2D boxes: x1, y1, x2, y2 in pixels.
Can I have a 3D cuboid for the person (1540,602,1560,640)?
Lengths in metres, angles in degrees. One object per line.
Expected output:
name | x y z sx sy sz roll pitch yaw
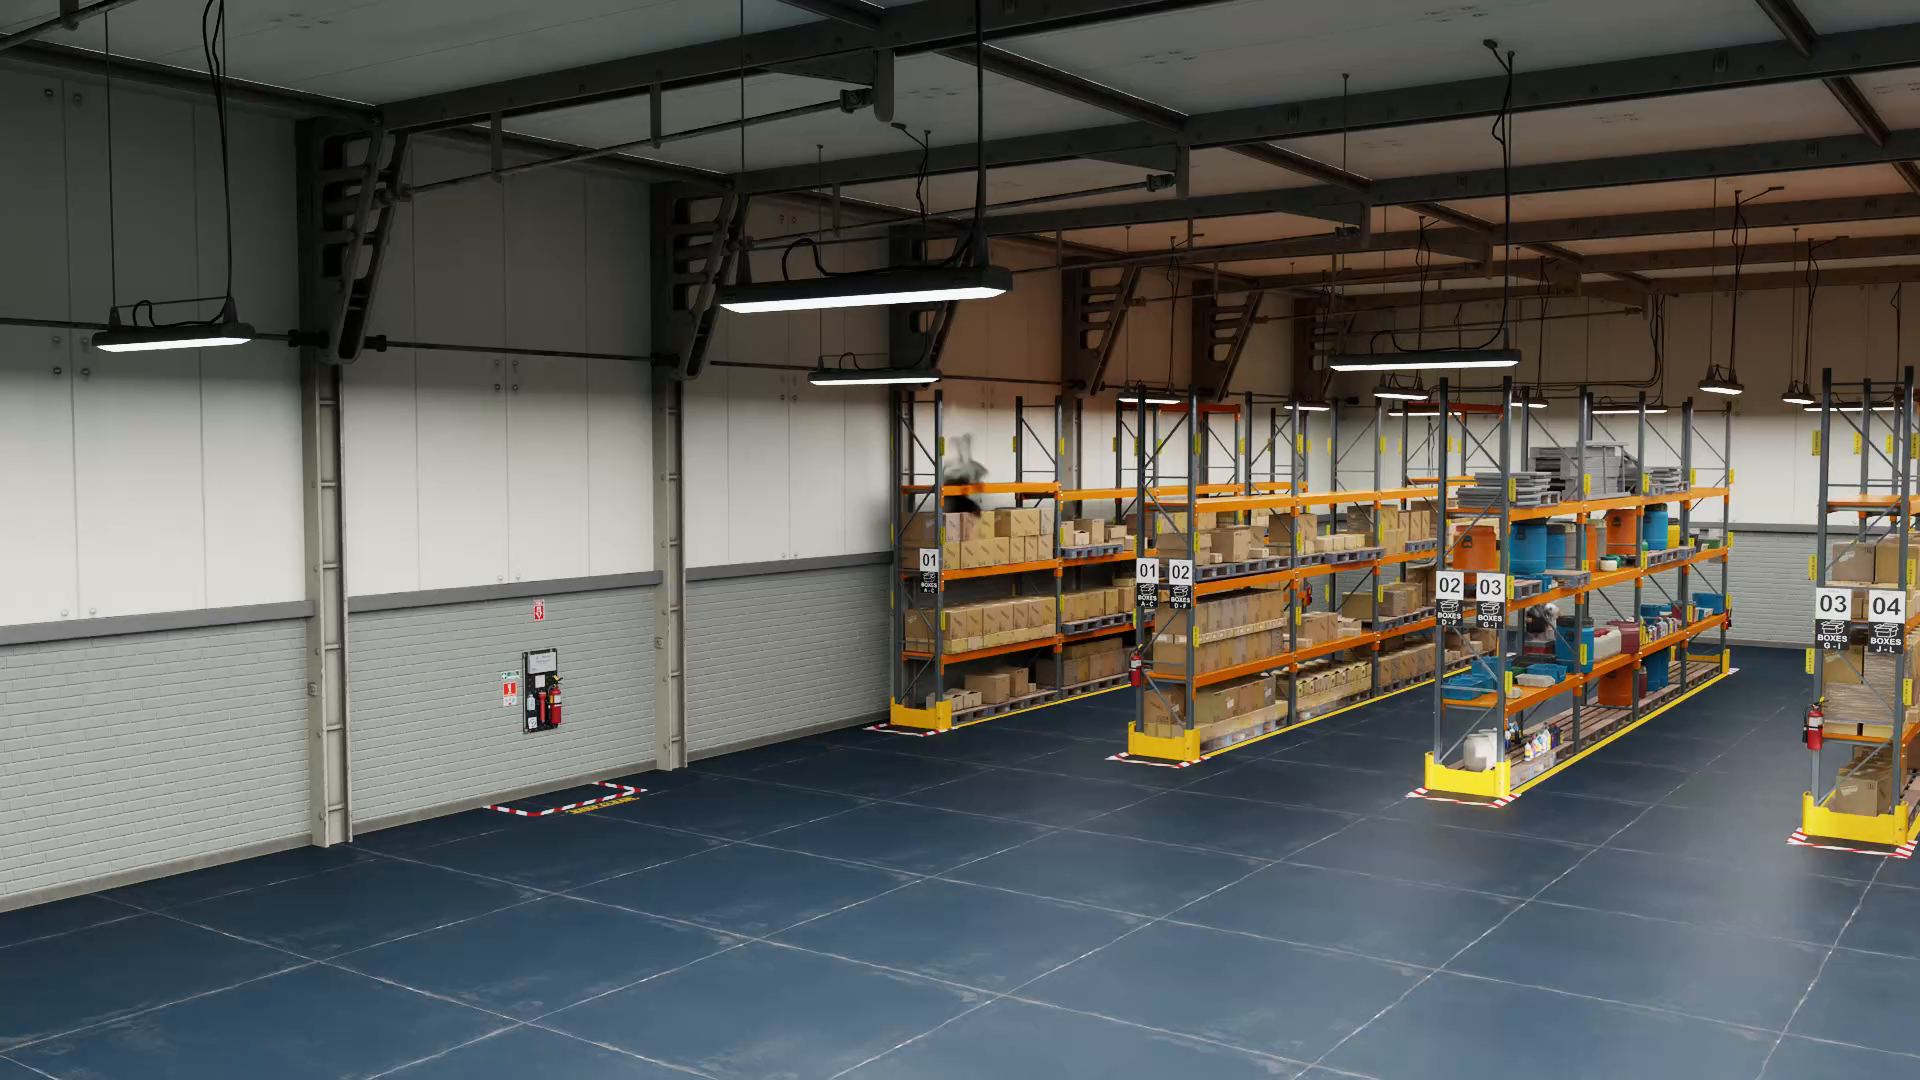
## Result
person | 13.482 2.063 38.105 0.689 1.670 0.641 1 4 24

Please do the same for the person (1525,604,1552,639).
person | 12.676 2.080 36.597 0.648 1.770 0.857 1 3 22
